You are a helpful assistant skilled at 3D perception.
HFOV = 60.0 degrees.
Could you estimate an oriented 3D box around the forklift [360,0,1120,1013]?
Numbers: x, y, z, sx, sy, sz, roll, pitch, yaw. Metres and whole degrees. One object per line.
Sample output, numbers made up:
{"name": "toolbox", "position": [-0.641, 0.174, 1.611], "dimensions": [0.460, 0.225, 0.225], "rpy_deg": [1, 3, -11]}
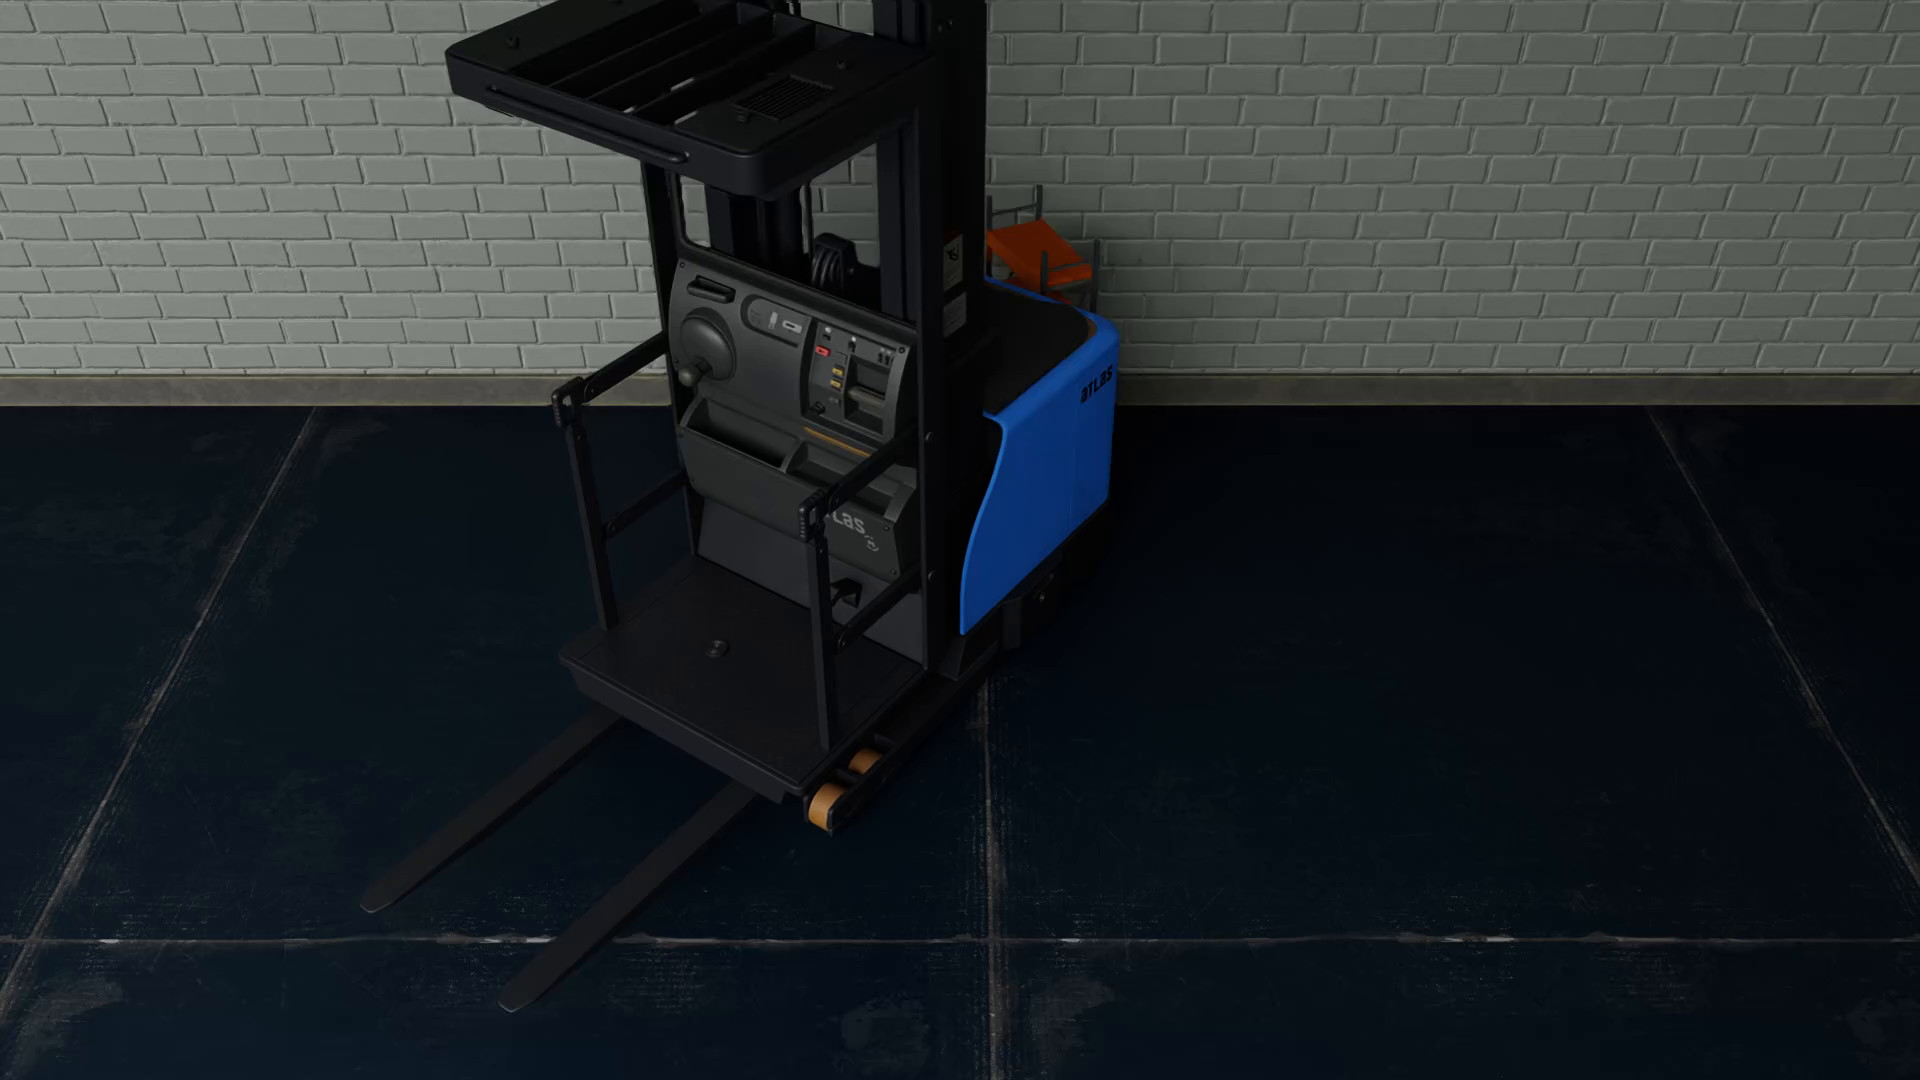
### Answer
{"name": "forklift", "position": [-0.667, -0.520, 5.055], "dimensions": [1.130, 2.935, 3.031], "rpy_deg": [24, 45, 27]}

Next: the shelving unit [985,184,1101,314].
{"name": "shelving unit", "position": [0.315, -0.768, 6.748], "dimensions": [0.258, 1.200, 0.503], "rpy_deg": [-16, 41, -19]}

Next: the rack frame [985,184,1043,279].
{"name": "rack frame", "position": [0.215, -0.907, 6.922], "dimensions": [0.240, 1.200, 0.015], "rpy_deg": [-16, 41, -19]}

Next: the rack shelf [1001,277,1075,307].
{"name": "rack shelf", "position": [0.315, -0.890, 6.651], "dimensions": [0.258, 0.148, 0.480], "rpy_deg": [-16, 41, -19]}

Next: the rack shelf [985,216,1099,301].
{"name": "rack shelf", "position": [0.315, -1.074, 6.503], "dimensions": [0.258, 0.148, 0.480], "rpy_deg": [-16, 41, -19]}

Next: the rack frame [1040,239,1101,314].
{"name": "rack frame", "position": [0.415, -0.628, 6.575], "dimensions": [0.240, 1.200, 0.015], "rpy_deg": [-16, 41, -19]}
